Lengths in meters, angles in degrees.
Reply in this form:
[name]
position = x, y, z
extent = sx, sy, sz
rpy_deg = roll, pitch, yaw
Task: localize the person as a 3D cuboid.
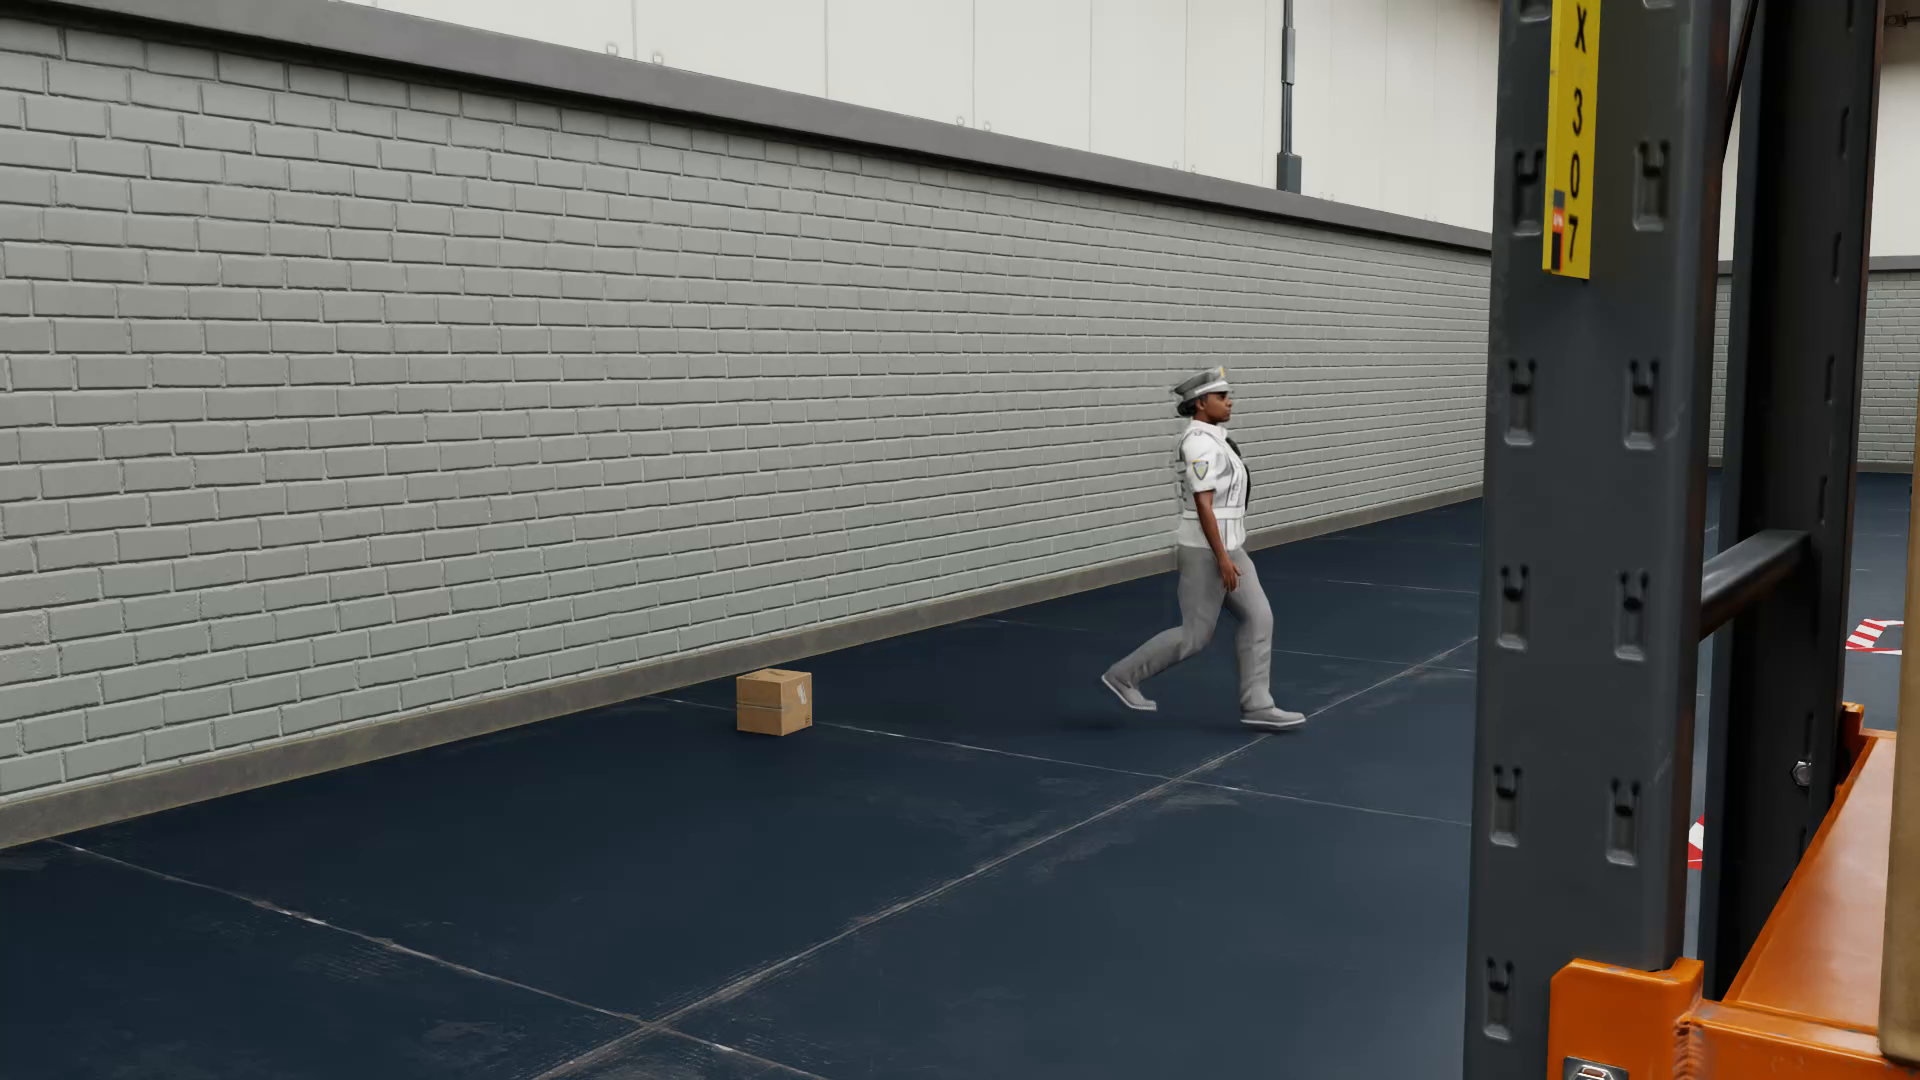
[person]
position = 1.118, 0.029, 7.571
extent = 0.921, 1.644, 0.460
rpy_deg = 2, 7, 19
